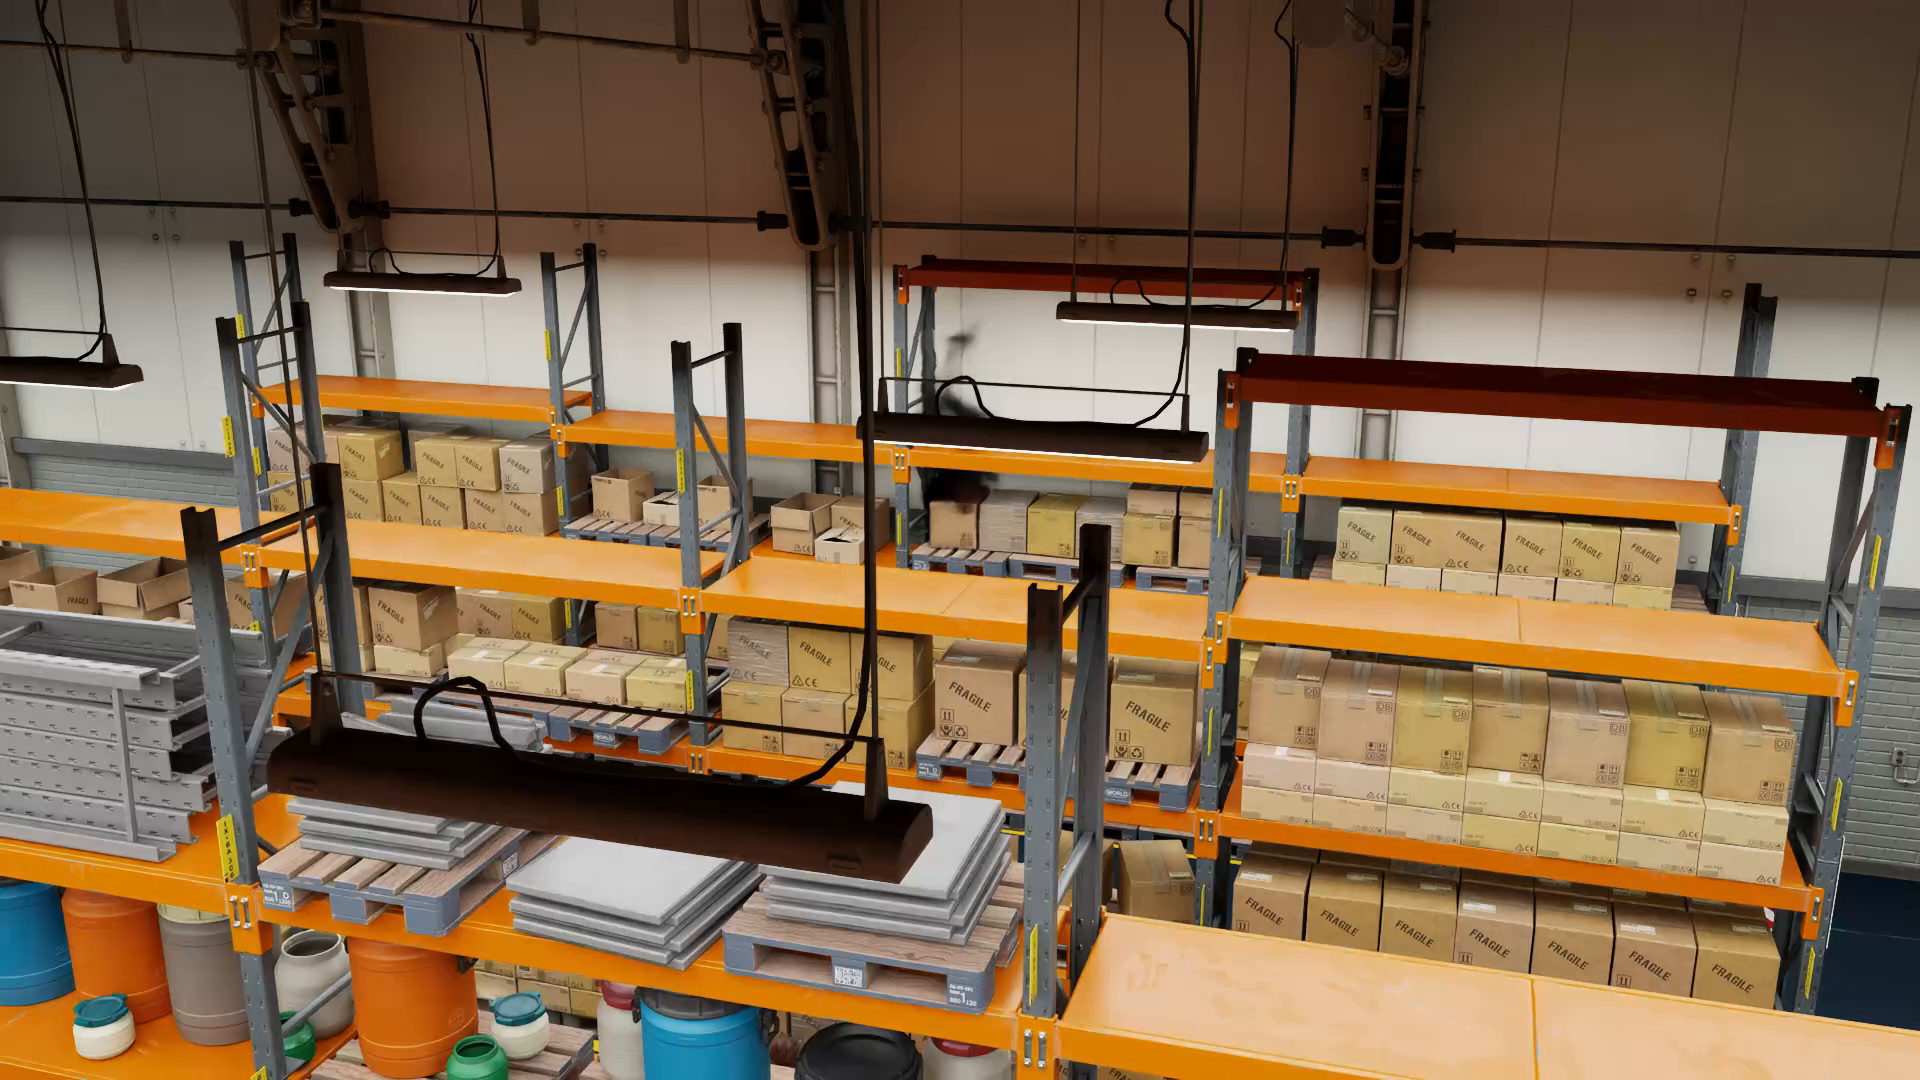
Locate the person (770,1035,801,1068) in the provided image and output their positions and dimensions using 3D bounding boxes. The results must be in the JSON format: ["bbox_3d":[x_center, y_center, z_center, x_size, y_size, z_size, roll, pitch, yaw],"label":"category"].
[{"bbox_3d":[-1.165,4.132,11.484,0.804,1.593,0.547,3,16,10],"label":"person"}]
